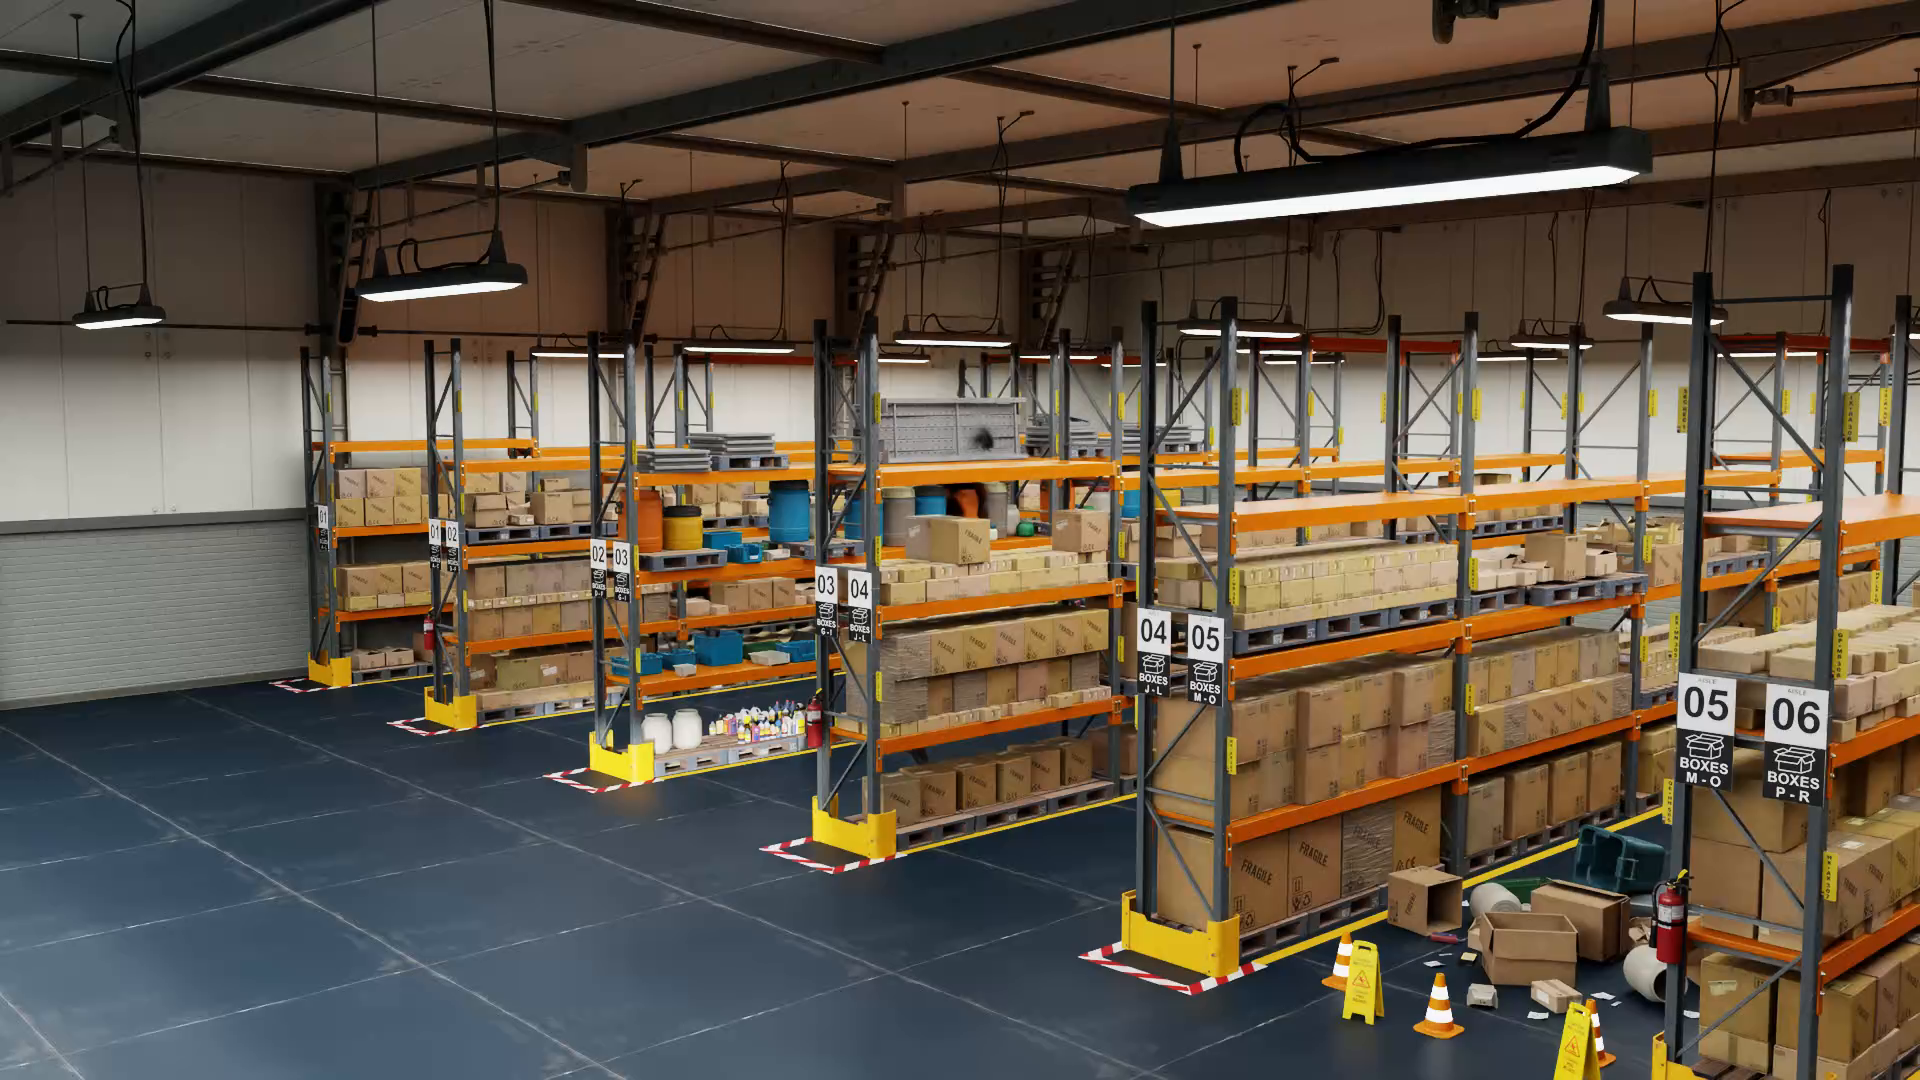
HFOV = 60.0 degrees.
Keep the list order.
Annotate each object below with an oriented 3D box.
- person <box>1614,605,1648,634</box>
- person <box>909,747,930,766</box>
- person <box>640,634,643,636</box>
[{"bbox_3d":[11.441,1.862,28.252,0.628,1.639,0.513,2,5,23],"label":"person"},{"bbox_3d":[-0.647,2.381,22.406,0.576,1.619,0.580,4,6,36],"label":"person"},{"bbox_3d":[-6.001,1.626,30.257,0.704,1.734,0.653,5,7,44],"label":"person"}]
